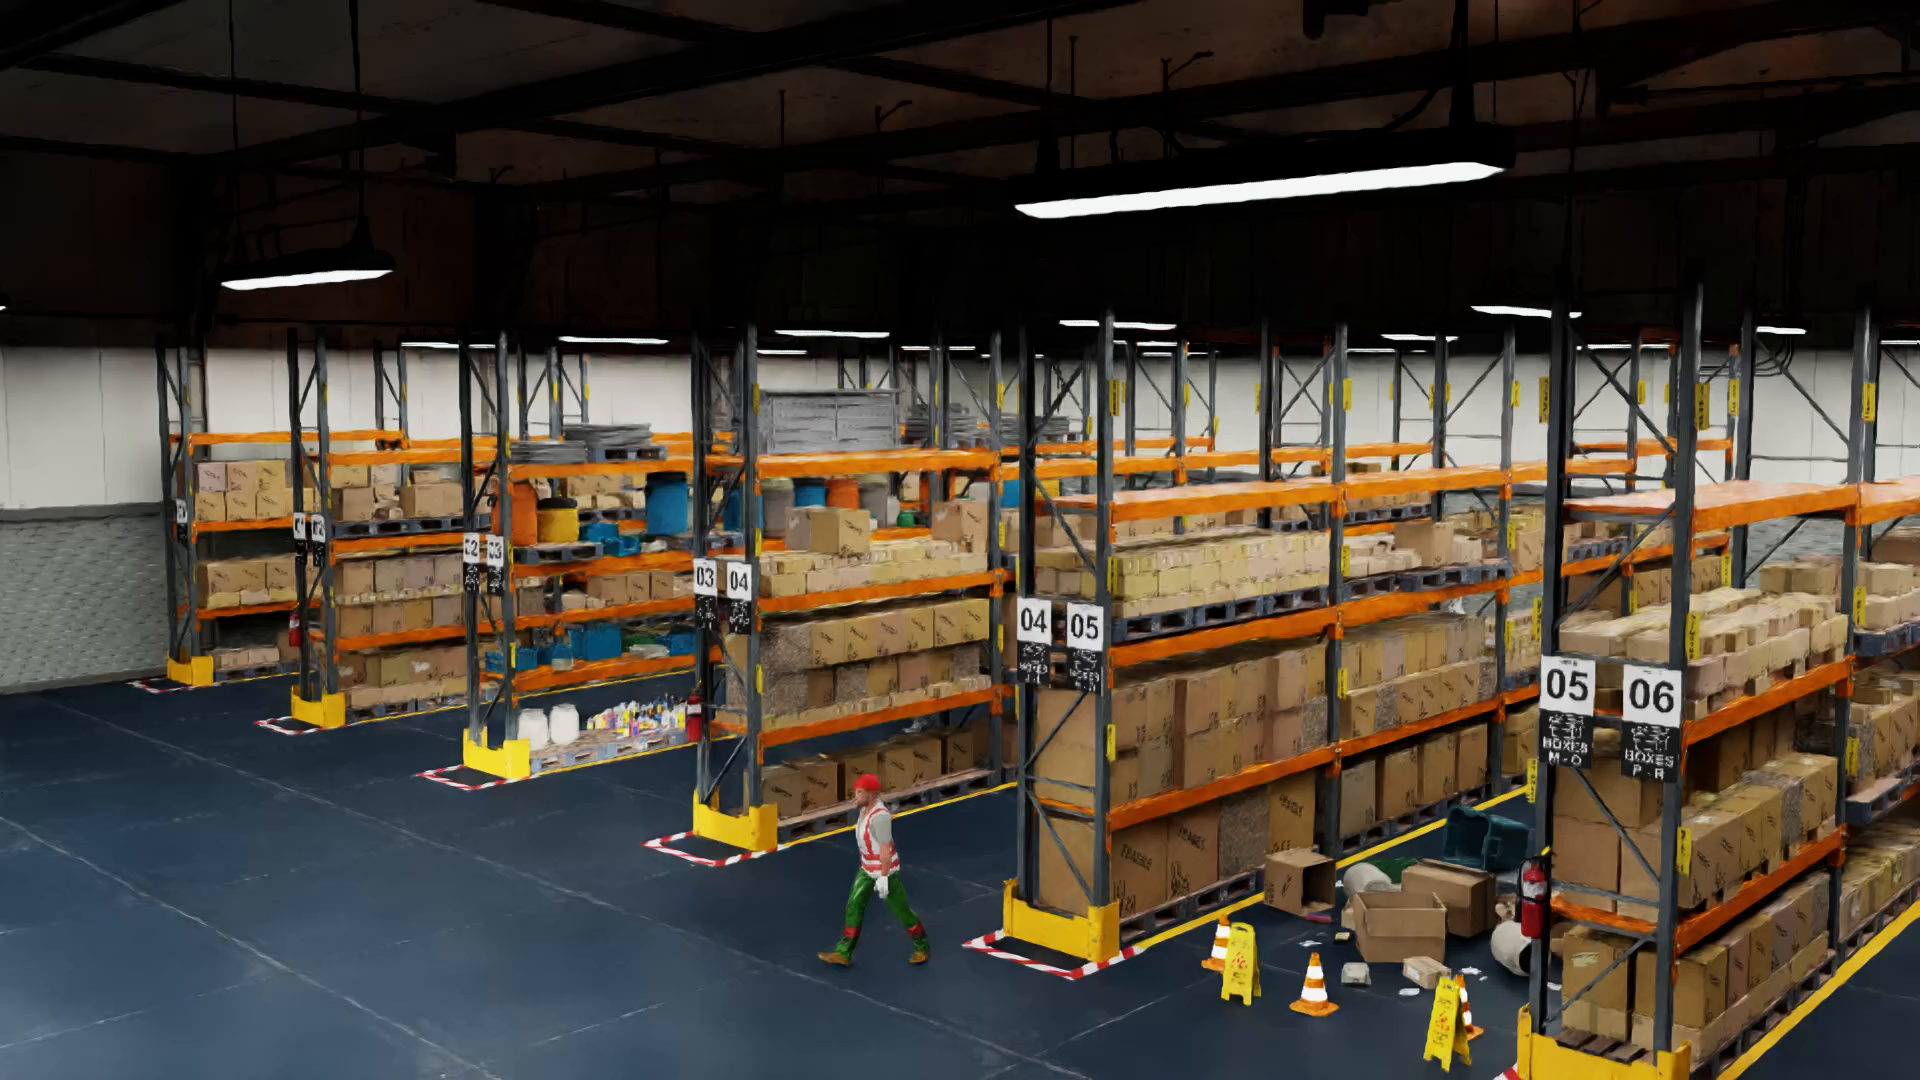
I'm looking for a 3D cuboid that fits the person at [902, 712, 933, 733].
[{"bbox_3d":[-0.567,1.941,24.719,0.653,1.786,0.569,-2,6,-18],"label":"person"}]

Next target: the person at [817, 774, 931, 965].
[{"bbox_3d":[-0.750,2.928,14.744,0.978,1.747,0.590,-2,6,-25],"label":"person"}]

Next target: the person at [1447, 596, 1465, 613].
[{"bbox_3d":[9.256,1.438,30.953,0.551,1.667,0.520,1,5,8],"label":"person"}]
